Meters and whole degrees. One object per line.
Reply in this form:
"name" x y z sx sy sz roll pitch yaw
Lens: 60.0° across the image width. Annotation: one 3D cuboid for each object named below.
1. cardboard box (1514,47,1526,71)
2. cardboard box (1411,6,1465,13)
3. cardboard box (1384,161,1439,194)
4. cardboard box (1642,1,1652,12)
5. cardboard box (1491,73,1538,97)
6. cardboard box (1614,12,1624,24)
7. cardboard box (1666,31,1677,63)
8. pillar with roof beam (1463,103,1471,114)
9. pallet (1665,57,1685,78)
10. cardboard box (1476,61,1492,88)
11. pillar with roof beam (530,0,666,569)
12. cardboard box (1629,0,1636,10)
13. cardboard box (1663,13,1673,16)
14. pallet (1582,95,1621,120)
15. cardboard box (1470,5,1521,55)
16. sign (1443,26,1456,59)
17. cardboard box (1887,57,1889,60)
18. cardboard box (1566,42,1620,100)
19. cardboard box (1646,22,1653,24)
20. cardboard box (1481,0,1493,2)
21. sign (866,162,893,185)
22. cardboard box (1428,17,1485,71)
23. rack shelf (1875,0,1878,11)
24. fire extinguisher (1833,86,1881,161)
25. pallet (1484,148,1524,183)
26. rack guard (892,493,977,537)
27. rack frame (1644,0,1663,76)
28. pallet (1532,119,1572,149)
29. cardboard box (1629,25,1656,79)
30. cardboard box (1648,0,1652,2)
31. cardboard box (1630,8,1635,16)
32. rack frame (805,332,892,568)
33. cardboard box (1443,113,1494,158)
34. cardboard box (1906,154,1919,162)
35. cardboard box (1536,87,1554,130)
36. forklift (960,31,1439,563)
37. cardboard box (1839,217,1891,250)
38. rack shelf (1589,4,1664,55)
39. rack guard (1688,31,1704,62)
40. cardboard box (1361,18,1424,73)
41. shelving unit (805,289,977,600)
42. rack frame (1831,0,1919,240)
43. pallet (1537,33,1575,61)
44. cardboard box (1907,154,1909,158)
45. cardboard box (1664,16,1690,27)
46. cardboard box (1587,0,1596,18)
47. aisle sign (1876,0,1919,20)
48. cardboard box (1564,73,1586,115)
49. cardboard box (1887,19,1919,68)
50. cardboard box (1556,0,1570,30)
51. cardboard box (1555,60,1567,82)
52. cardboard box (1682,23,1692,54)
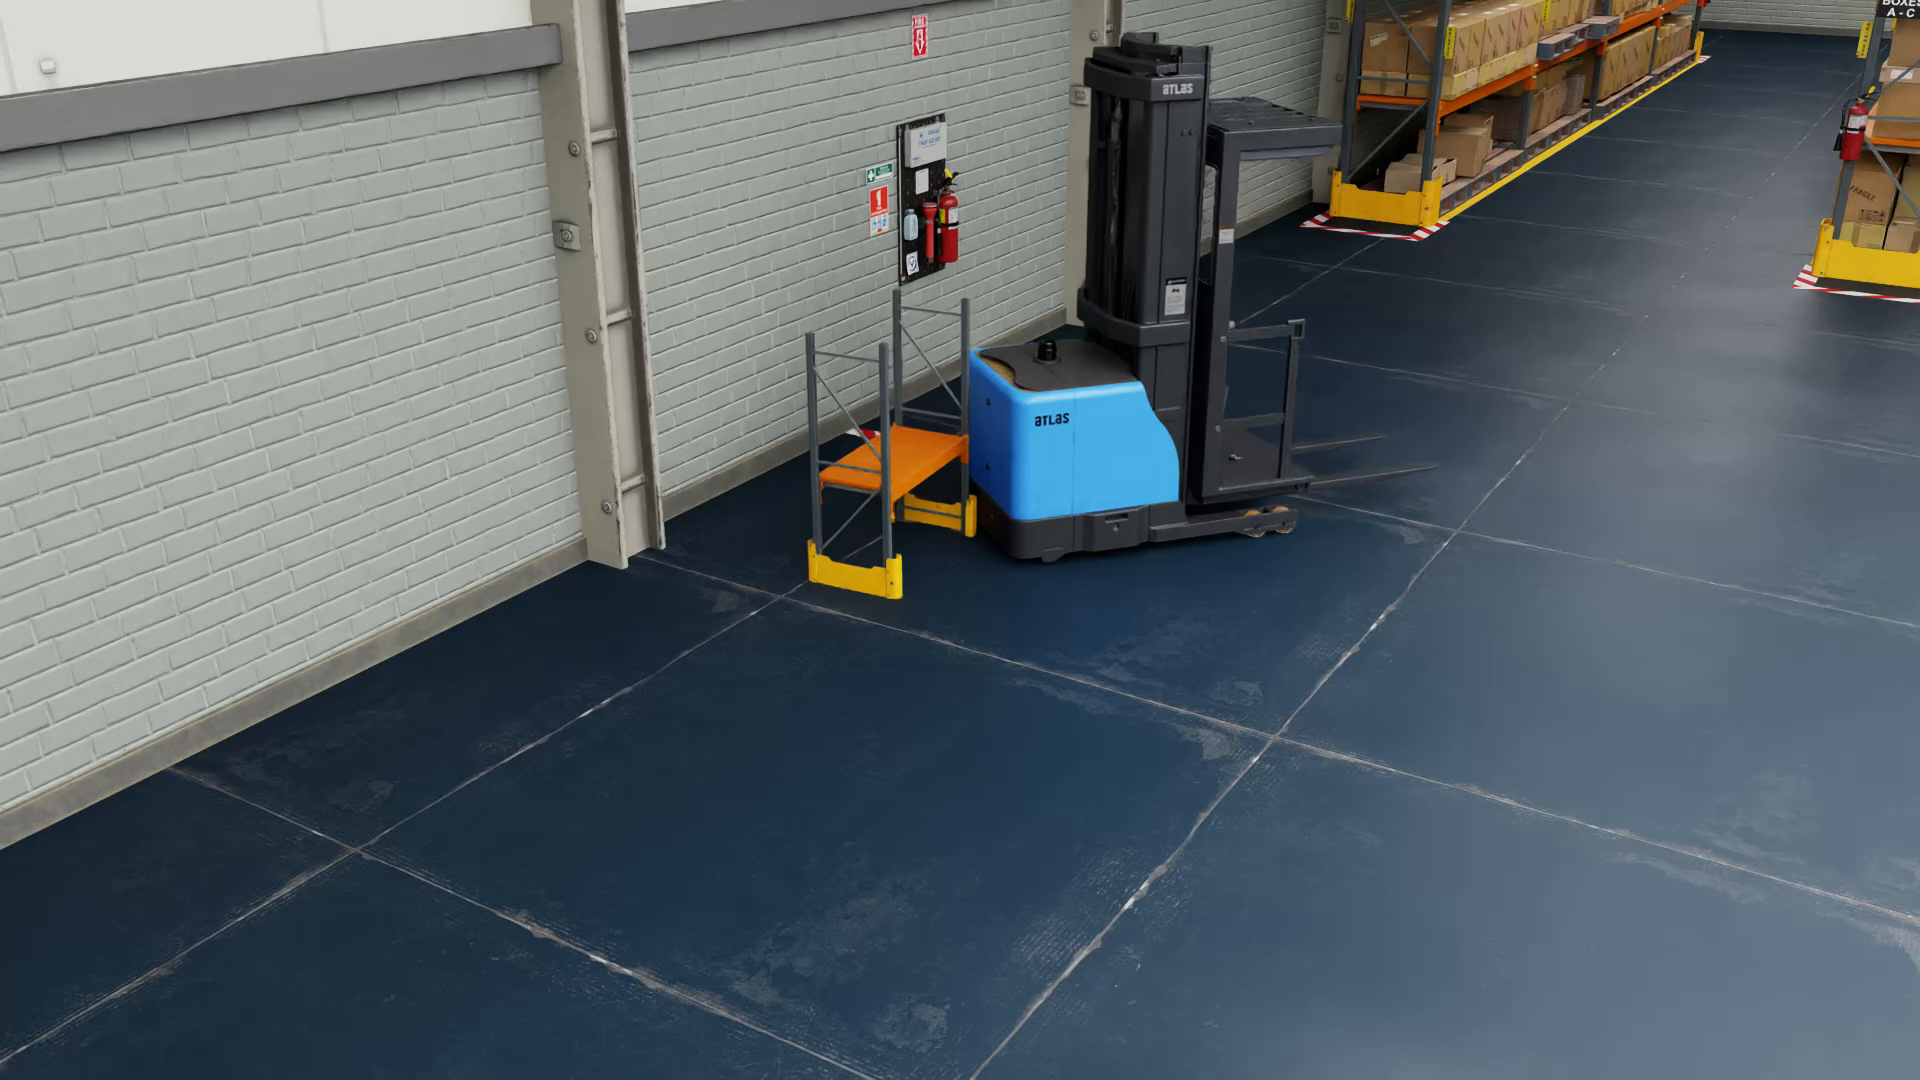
"cardboard box" 6.517 -5.835 20.116 0.500 0.250 0.500 14 27 29
"cardboard box" 5.546 -5.935 19.404 0.500 0.500 0.500 14 27 30
"cardboard box" 5.111 -4.117 18.814 0.500 0.311 0.500 11 26 23
"cardboard box" 10.684 -8.435 26.250 0.380 0.149 0.250 14 27 29
"cardboard box" 7.383 -6.084 22.177 0.500 0.250 0.500 13 27 28
"cardboard box" 9.612 -7.746 24.658 0.380 0.149 0.250 15 27 31
"cardboard box" 12.021 -8.602 28.963 0.700 0.500 0.500 15 27 30
"pillar with roof beam" 11.126 -9.228 20.238 9.100 9.000 0.400 14 27 29
"pallet" 12.110 -8.358 29.291 1.003 0.211 1.213 14 27 29
"cardboard box" 5.732 -5.321 18.930 0.500 0.250 0.500 13 27 28
"pillar with roof beam" 1.631 -3.152 6.205 9.100 9.000 0.400 14 27 29
"cardboard box" 9.910 -8.278 25.071 0.500 0.500 0.500 14 27 29
"cardboard box" 12.721 -9.504 30.230 0.380 0.149 0.250 14 27 29
"pallet" 9.369 -6.605 25.241 1.003 0.211 1.213 14 27 29
"cardboard box" 6.259 -6.007 19.569 0.500 0.500 0.500 13 27 27
"sign" 5.130 -5.218 17.437 0.100 0.325 0.005 14 27 29
"cardboard box" 9.191 -4.585 16.122 0.380 0.149 0.250 13 27 28
"cardboard box" 9.389 -7.061 24.962 0.750 0.750 0.750 13 27 28
"cardboard box" 11.784 -8.903 28.842 0.380 0.149 0.250 14 27 29
"cardboard box" 6.354 -6.454 20.602 0.500 0.500 0.500 13 27 28
"sign" -0.566 -2.595 11.756 0.001 0.109 0.331 14 27 29
"cardboard box" 5.446 -5.481 18.356 0.500 0.500 0.500 14 27 29
"rack shelf" 9.935 -5.619 16.583 1.077 0.370 4.000 14 27 29
"fire extinguisher" 8.423 -3.919 15.625 0.296 0.674 0.183 14 27 29
"pallet" 6.455 -4.770 21.003 1.003 0.211 1.213 14 27 29
"rack guard" -0.173 -0.193 10.382 0.587 0.250 0.087 11 26 24
"rack frame" 10.999 -8.984 27.227 1.000 3.000 0.127 14 27 29
"pallet" 7.831 -5.681 23.107 1.003 0.211 1.213 14 27 29
"cardboard box" 10.767 -7.944 27.001 0.750 0.750 0.750 14 27 30
"cardboard box" 10.709 -8.793 26.260 0.500 0.500 0.500 14 27 29
"cardboard box" 10.204 -8.198 25.702 0.380 0.149 0.250 15 27 31
"rack frame" -0.615 -0.404 9.295 0.500 1.500 0.032 11 26 24
"cardboard box" 6.266 -4.980 20.571 0.500 0.500 0.500 12 26 25
"cardboard box" 9.867 -3.647 16.888 0.500 0.500 0.500 14 27 29
"cardboard box" 7.687 -5.939 22.787 0.700 0.500 0.500 14 27 30
"forklift" 1.574 -1.549 10.139 3.031 2.935 1.130 -8 25 -17
"cardboard box" 8.912 -3.071 16.501 0.500 0.250 0.500 14 27 29
"rack shelf" 9.944 -7.979 25.811 1.077 0.370 4.000 14 27 29
"rack guard" 13.122 -9.195 30.861 1.175 0.500 0.348 14 27 29
"cardboard box" 4.737 -5.422 18.219 0.500 0.500 0.500 14 27 28
"shelving unit" -0.390 -0.589 9.722 0.587 1.500 1.083 11 26 24
"rack frame" 8.880 -3.897 15.477 1.000 3.000 0.127 14 27 29
"pallet" 7.306 -6.423 21.554 1.003 0.211 1.213 14 27 29
"cardboard box" 9.690 -3.925 17.529 0.500 0.500 0.500 14 27 29
"cardboard box" 12.778 -9.252 29.648 0.380 0.149 0.250 15 27 30
"cardboard box" 8.650 -7.721 23.630 0.700 0.500 0.500 11 26 23
"aisle sign" 8.596 -5.130 15.051 0.394 0.787 0.004 14 27 29
"cardboard box" 8.554 -6.435 23.931 0.700 0.500 0.500 14 27 30
"cardboard box" 9.165 -4.711 15.598 0.700 0.500 0.500 14 27 29
"cardboard box" 7.698 -7.112 22.224 0.700 0.500 0.500 18 29 36
"cardboard box" 8.200 -6.600 23.368 0.500 0.250 0.500 14 27 30
"cardboard box" 12.825 -9.123 30.165 0.700 0.500 0.500 14 27 29
